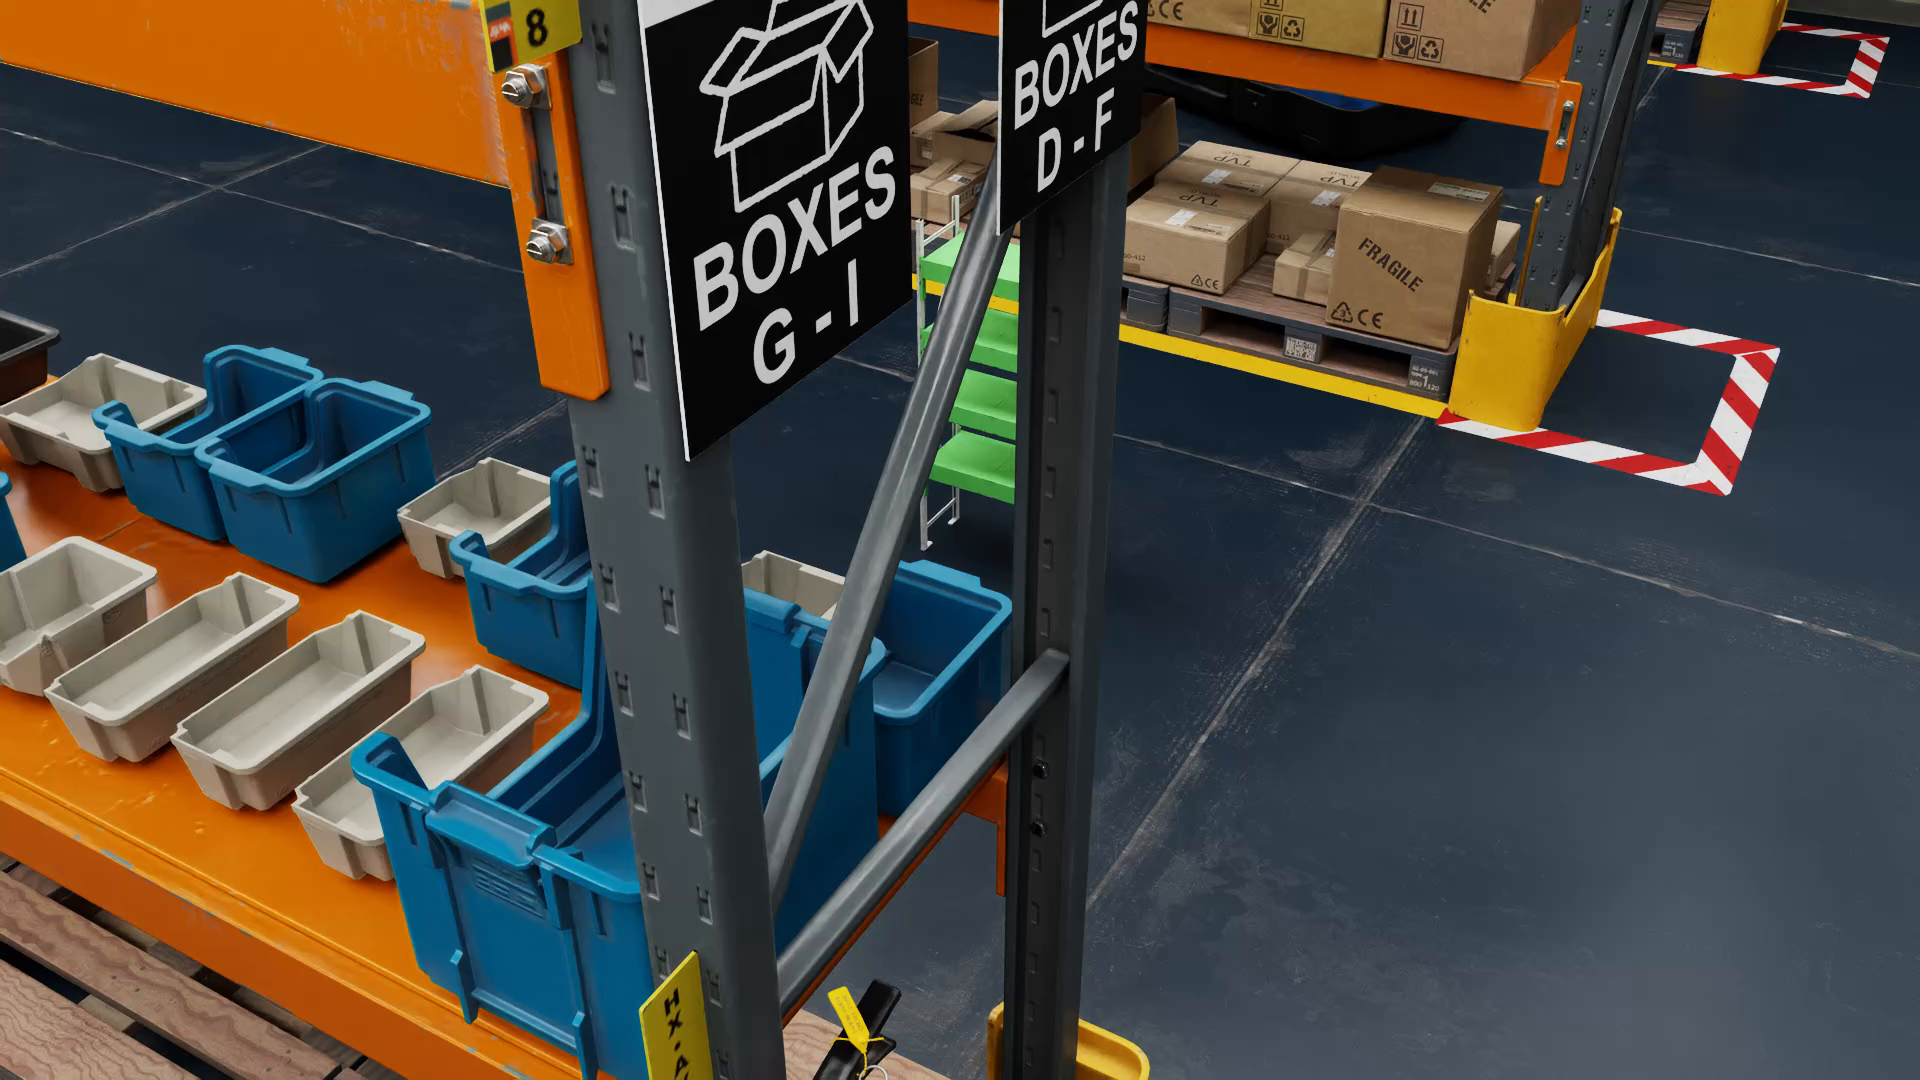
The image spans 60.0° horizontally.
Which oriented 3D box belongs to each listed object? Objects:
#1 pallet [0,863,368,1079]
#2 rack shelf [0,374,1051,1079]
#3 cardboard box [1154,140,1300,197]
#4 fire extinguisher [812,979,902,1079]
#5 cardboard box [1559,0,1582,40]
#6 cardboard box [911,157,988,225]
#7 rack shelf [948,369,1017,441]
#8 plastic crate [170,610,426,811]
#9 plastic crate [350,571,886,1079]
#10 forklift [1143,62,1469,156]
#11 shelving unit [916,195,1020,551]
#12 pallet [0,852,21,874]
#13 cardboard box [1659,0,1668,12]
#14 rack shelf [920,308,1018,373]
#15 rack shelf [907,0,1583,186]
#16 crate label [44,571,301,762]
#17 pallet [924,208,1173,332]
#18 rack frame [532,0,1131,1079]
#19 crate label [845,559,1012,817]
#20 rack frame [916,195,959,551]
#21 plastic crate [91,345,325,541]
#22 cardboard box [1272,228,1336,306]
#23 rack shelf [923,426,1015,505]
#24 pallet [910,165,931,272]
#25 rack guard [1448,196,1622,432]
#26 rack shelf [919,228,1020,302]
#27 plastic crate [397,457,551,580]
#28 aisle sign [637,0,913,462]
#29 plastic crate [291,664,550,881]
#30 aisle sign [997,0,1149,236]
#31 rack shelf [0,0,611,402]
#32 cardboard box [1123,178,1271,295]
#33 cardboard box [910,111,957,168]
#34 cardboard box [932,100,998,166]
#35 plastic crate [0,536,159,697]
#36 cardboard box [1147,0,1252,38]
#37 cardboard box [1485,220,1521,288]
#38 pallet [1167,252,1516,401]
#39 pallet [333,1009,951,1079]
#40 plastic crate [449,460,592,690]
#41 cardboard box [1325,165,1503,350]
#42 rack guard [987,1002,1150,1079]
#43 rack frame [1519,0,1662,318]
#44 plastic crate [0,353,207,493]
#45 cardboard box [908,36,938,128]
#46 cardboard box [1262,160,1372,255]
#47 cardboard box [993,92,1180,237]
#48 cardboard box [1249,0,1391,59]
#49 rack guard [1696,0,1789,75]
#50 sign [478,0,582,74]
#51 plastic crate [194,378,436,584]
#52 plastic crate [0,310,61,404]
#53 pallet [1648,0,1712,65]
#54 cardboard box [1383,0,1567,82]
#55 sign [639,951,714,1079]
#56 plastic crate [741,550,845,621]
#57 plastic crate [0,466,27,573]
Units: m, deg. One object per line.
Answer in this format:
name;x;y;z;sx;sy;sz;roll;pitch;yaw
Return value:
pallet;-1.820;1.006;4.049;1.213;0.211;1.003;18;37;24
rack shelf;-1.804;0.176;3.428;4.000;0.370;1.077;18;37;24
cardboard box;1.194;-1.556;7.464;0.500;0.250;0.500;18;37;24
fire extinguisher;-0.162;0.874;2.137;0.183;0.674;0.296;18;37;24
cardboard box;2.139;-2.246;6.327;0.500;0.500;0.500;18;38;25
cardboard box;-0.067;-1.607;7.616;0.250;0.166;0.380;18;37;24
rack shelf;0.144;-0.401;5.384;0.480;0.148;0.258;18;37;24
plastic crate;-1.110;0.288;2.795;0.243;0.136;0.396;18;37;24
plastic crate;-0.451;0.385;2.380;0.499;0.435;0.616;18;37;24
forklift;1.505;-3.969;9.067;1.130;2.935;3.031;-22;40;-30
shelving unit;0.144;-0.454;5.349;0.503;1.200;0.258;18;37;24
pallet;-2.883;0.671;4.552;1.213;0.211;1.003;18;37;24
cardboard box;4.191;-3.619;10.355;0.500;0.500;0.700;18;37;24
rack shelf;0.144;-0.600;5.251;0.480;0.148;0.258;18;37;24
rack shelf;0.657;-2.206;7.006;4.000;0.370;1.077;18;37;24
crate label;-1.364;0.223;2.893;0.243;0.136;0.396;18;37;24
pallet;0.579;-1.371;7.618;1.213;0.211;1.003;18;37;24
rack frame;-0.069;0.428;2.400;0.053;2.616;0.949;18;37;24
crate label;-0.119;0.245;2.772;0.303;0.233;0.416;18;37;24
rack frame;-0.068;-0.521;5.450;0.015;1.200;0.240;18;37;24
plastic crate;-1.523;-0.199;3.440;0.300;0.233;0.416;18;37;24
cardboard box;1.492;-1.145;6.923;0.250;0.166;0.380;18;37;24
rack shelf;0.144;-0.201;5.518;0.480;0.148;0.258;18;37;24
pallet;-0.484;-1.706;8.121;1.213;0.211;1.003;18;37;24
rack guard;2.327;-0.936;6.705;0.348;0.500;1.175;18;37;24
rack shelf;0.144;-0.800;5.118;0.480;0.148;0.258;18;37;24
plastic crate;-0.945;-0.029;3.272;0.298;0.136;0.250;18;37;24
aisle sign;-0.151;-0.494;1.441;0.004;0.787;0.394;18;37;24
plastic crate;-0.866;0.374;2.665;0.243;0.136;0.396;18;37;24
aisle sign;0.142;-0.778;1.867;0.004;0.787;0.394;18;37;24
rack shelf;-1.804;-1.072;2.597;4.000;0.370;1.077;18;37;24
cardboard box;0.989;-1.301;7.082;0.500;0.250;0.500;18;37;24
cardboard box;-0.089;-1.958;8.159;0.250;0.149;0.380;18;37;24
cardboard box;0.207;-1.893;7.916;0.500;0.311;0.500;18;37;24
plastic crate;-1.630;0.150;3.002;0.250;0.136;0.298;18;37;24
cardboard box;0.987;-2.270;6.363;0.500;0.500;0.500;18;38;25
cardboard box;2.200;-1.233;7.070;0.250;0.149;0.380;18;37;24
pallet;1.635;-1.035;7.114;1.213;0.211;1.003;18;37;24
pallet;-0.765;1.342;3.544;1.213;0.211;1.003;18;37;24
plastic crate;-0.690;0.064;3.044;0.300;0.233;0.416;18;37;24
cardboard box;1.799;-1.130;6.598;0.500;0.500;0.500;18;37;24
rack guard;-0.040;1.468;3.095;0.348;0.500;1.175;18;37;24
rack frame;2.393;-1.956;5.981;0.127;3.000;1.000;18;37;24
plastic crate;-1.880;-0.254;3.609;0.466;0.136;0.293;18;37;24
cardboard box;-0.444;-2.178;8.173;0.500;0.500;0.500;18;37;24
cardboard box;1.628;-1.418;7.257;0.500;0.250;0.500;18;37;24
cardboard box;0.554;-1.686;7.431;0.637;0.503;0.797;18;37;24
cardboard box;1.417;-2.131;6.153;0.500;0.500;0.500;18;38;25
rack guard;4.869;-3.294;10.245;0.348;0.500;1.175;18;37;24
sign;-0.327;-0.509;1.196;0.005;0.325;0.100;18;37;24
plastic crate;-1.262;-0.117;3.316;0.300;0.233;0.416;18;37;24
plastic crate;-2.436;-0.405;3.846;0.590;0.125;0.437;18;37;24
pallet;4.115;-3.362;10.609;1.213;0.211;1.003;18;37;24
cardboard box;1.869;-1.990;5.941;0.500;0.500;0.500;19;38;26
sign;-0.327;0.628;1.953;0.005;0.325;0.100;18;37;24
plastic crate;-0.356;0.157;2.991;0.298;0.136;0.250;18;37;24
plastic crate;-1.978;0.030;3.095;0.300;0.233;0.416;18;37;24
